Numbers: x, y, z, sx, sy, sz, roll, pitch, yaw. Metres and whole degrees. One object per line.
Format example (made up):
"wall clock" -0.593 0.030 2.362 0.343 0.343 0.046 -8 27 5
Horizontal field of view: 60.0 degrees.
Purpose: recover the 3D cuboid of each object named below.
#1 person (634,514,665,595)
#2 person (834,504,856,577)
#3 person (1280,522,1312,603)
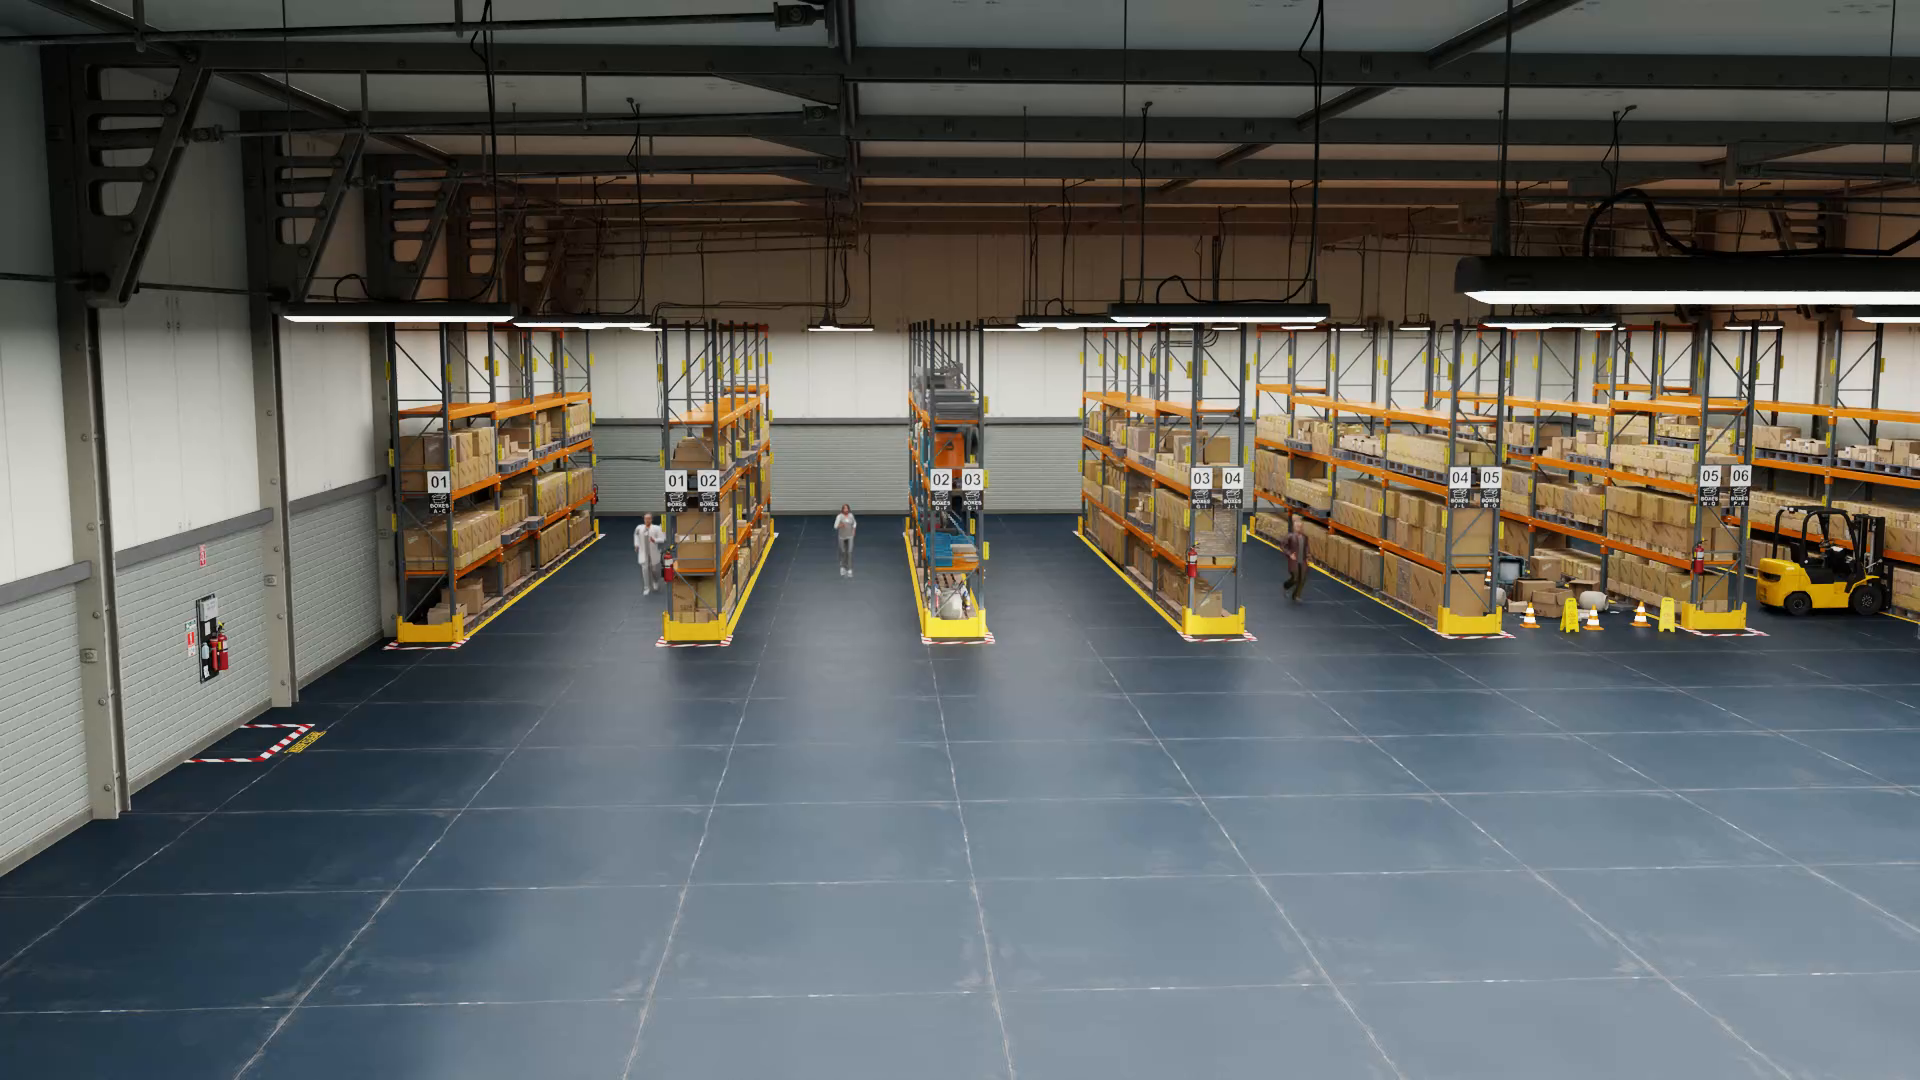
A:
"person" -6.849 0.290 36.662 0.711 1.754 1.032 0 7 -2
"person" -2.569 -0.007 37.386 0.533 1.632 0.760 -1 7 -12
"person" 7.196 0.515 35.606 0.698 1.640 0.629 -2 7 -19
